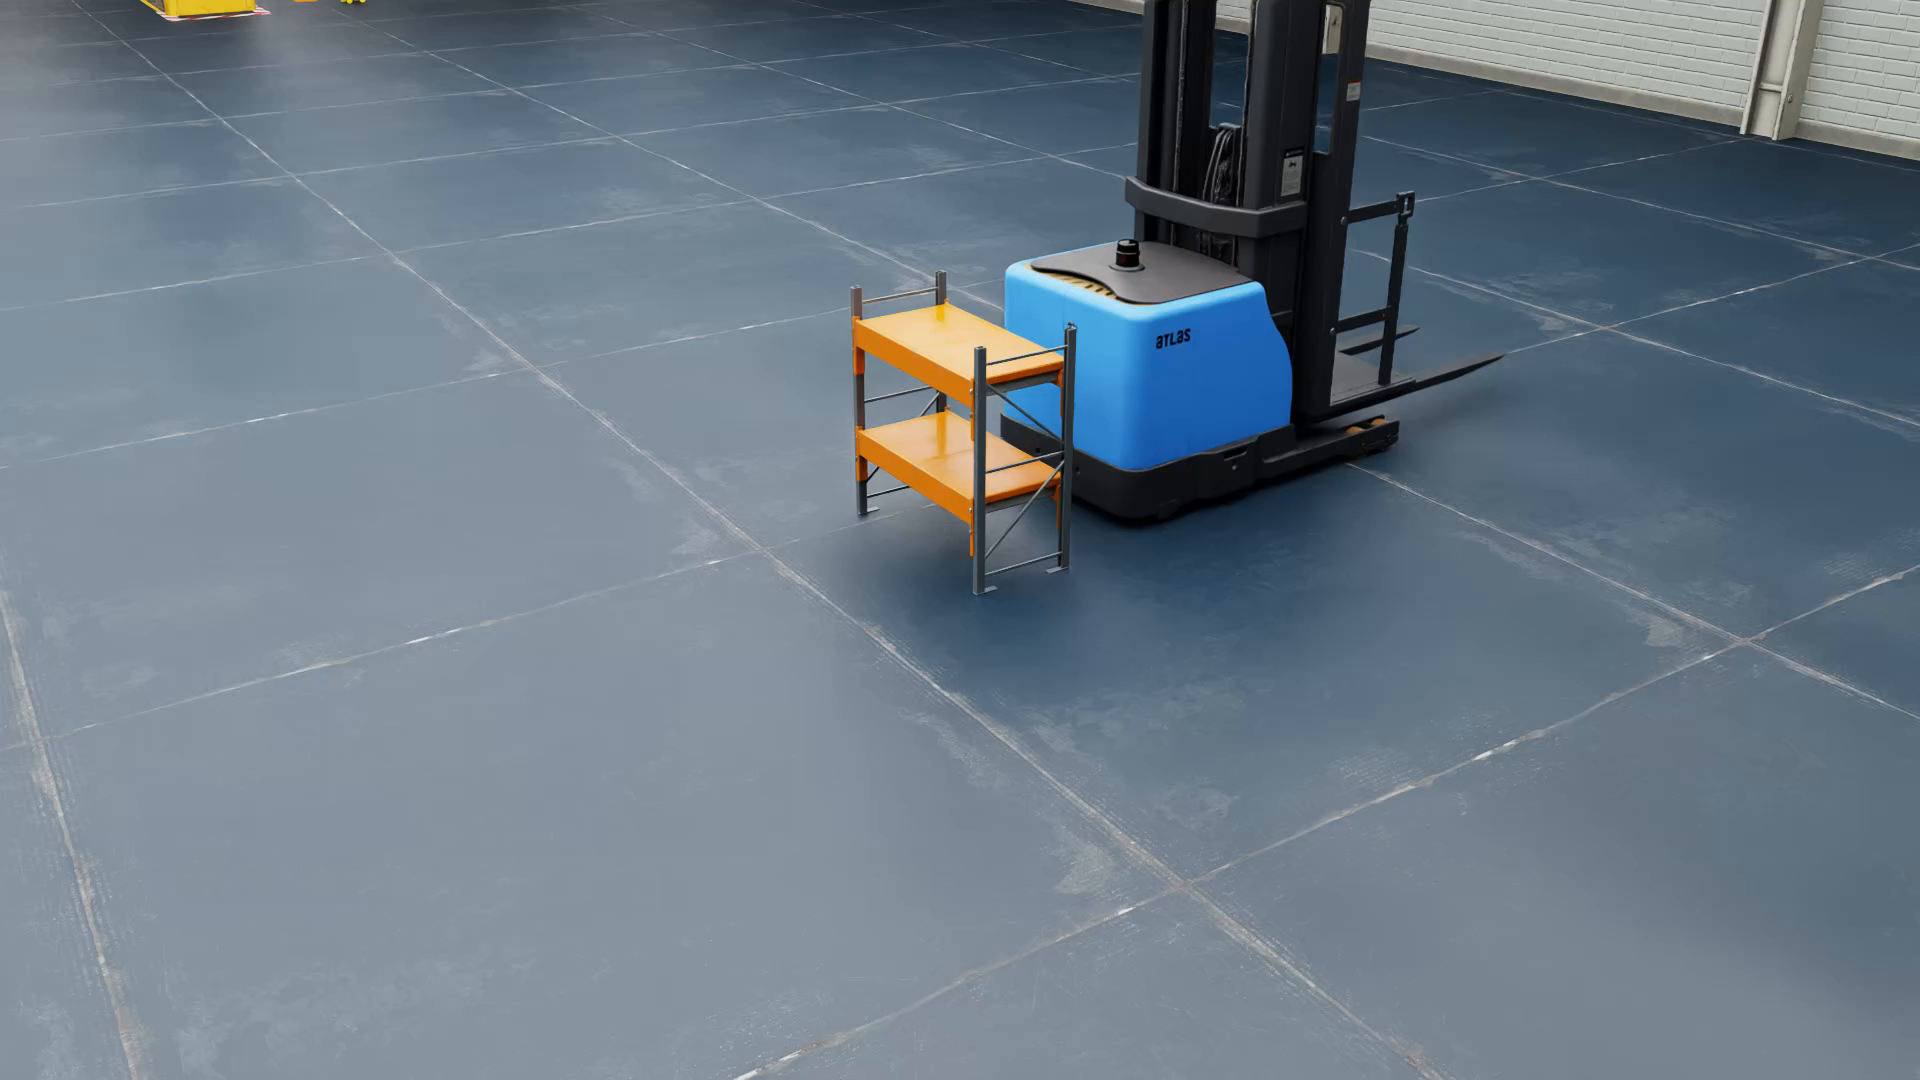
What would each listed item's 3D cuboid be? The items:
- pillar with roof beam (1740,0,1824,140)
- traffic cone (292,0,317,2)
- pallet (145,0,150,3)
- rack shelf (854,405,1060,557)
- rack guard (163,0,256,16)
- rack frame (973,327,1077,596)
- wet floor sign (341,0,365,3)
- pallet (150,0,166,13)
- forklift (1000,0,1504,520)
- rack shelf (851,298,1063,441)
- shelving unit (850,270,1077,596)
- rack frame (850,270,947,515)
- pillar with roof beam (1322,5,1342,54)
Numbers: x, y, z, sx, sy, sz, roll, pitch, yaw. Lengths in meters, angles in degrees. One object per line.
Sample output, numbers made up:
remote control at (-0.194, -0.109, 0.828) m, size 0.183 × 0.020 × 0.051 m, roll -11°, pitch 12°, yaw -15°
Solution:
pillar with roof beam at (4.167, -6.967, 11.966) m, size 9.100 × 9.000 × 0.400 m, roll -16°, pitch 29°, yaw -30°
traffic cone at (-9.776, -8.262, 24.709) m, size 0.336 × 0.463 × 0.334 m, roll -16°, pitch 29°, yaw -30°
pallet at (-11.840, -8.331, 25.150) m, size 1.003 × 0.211 × 1.213 m, roll -16°, pitch 29°, yaw -30°
rack shelf at (-0.004, -0.290, 7.619) m, size 0.538 × 0.278 × 1.000 m, roll -16°, pitch 29°, yaw -30°
rack guard at (-10.663, -7.749, 23.580) m, size 1.175 × 0.500 × 0.348 m, roll -16°, pitch 29°, yaw -30°
rack frame at (0.274, -0.329, 7.130) m, size 0.500 × 1.125 × 0.032 m, roll -16°, pitch 29°, yaw -30°
wet floor sign at (-9.001, -8.275, 24.522) m, size 0.267 × 0.644 × 0.232 m, roll -22°, pitch 33°, yaw -38°
pallet at (-11.178, -7.895, 24.227) m, size 1.003 × 0.211 × 1.213 m, roll -16°, pitch 29°, yaw -30°
forklift at (1.689, -1.909, 8.360) m, size 3.031 × 2.935 × 1.130 m, roll -18°, pitch 31°, yaw -33°
rack shelf at (-0.004, -0.776, 7.390) m, size 0.538 × 0.278 × 1.000 m, roll -16°, pitch 29°, yaw -30°
shelving unit at (-0.004, -0.511, 7.515) m, size 0.538 × 1.125 × 1.048 m, roll -16°, pitch 29°, yaw -30°
rack frame at (-0.281, -0.693, 7.900) m, size 0.500 × 1.125 × 0.032 m, roll -16°, pitch 29°, yaw -30°
pillar with roof beam at (0.892, -9.113, 16.512) m, size 9.100 × 9.000 × 0.400 m, roll -16°, pitch 29°, yaw -30°
